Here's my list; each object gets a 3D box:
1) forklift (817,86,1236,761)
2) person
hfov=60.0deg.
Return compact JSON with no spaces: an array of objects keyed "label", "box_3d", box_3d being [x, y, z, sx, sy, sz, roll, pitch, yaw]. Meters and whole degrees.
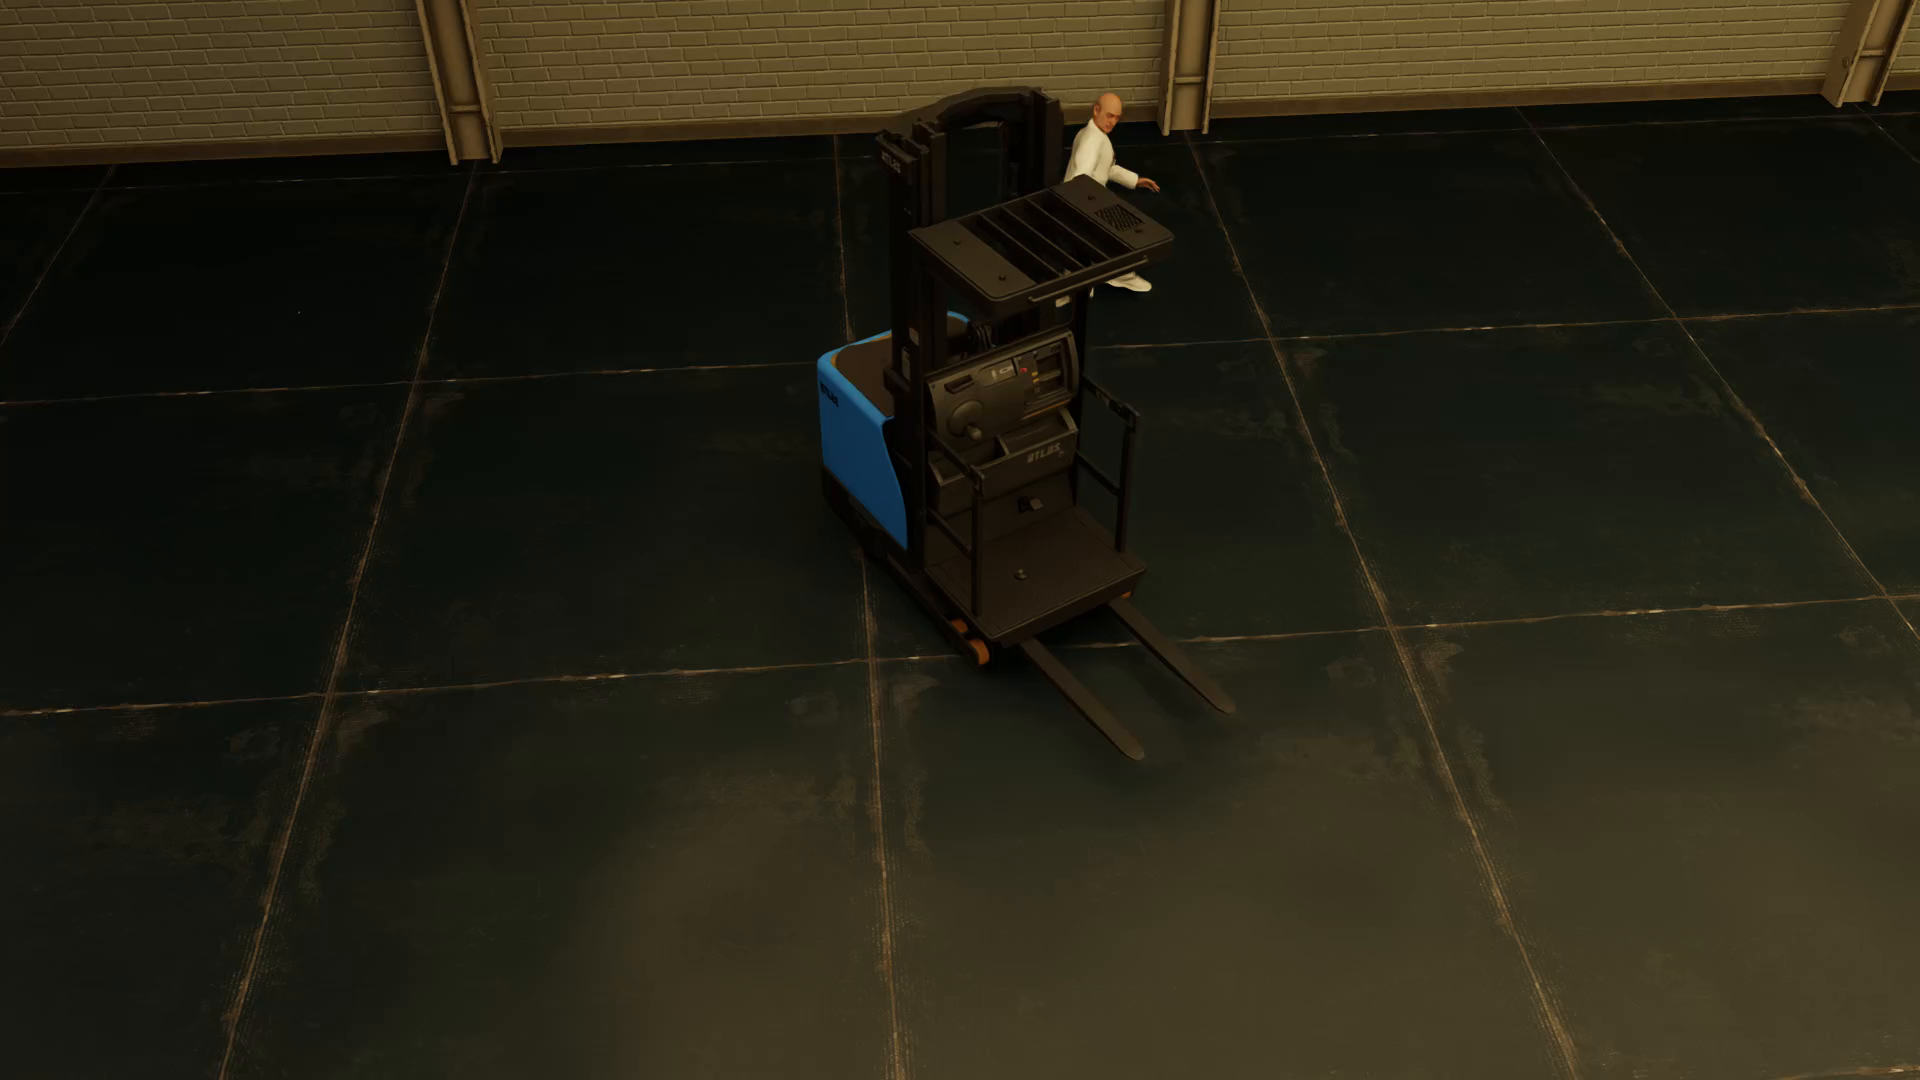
[{"label":"forklift","box_3d":[0.360,-0.754,8.819,1.130,2.935,3.031,-23,46,-24]},{"label":"person","box_3d":[1.062,-2.333,11.710,0.828,1.606,0.804,-12,42,-14]}]
